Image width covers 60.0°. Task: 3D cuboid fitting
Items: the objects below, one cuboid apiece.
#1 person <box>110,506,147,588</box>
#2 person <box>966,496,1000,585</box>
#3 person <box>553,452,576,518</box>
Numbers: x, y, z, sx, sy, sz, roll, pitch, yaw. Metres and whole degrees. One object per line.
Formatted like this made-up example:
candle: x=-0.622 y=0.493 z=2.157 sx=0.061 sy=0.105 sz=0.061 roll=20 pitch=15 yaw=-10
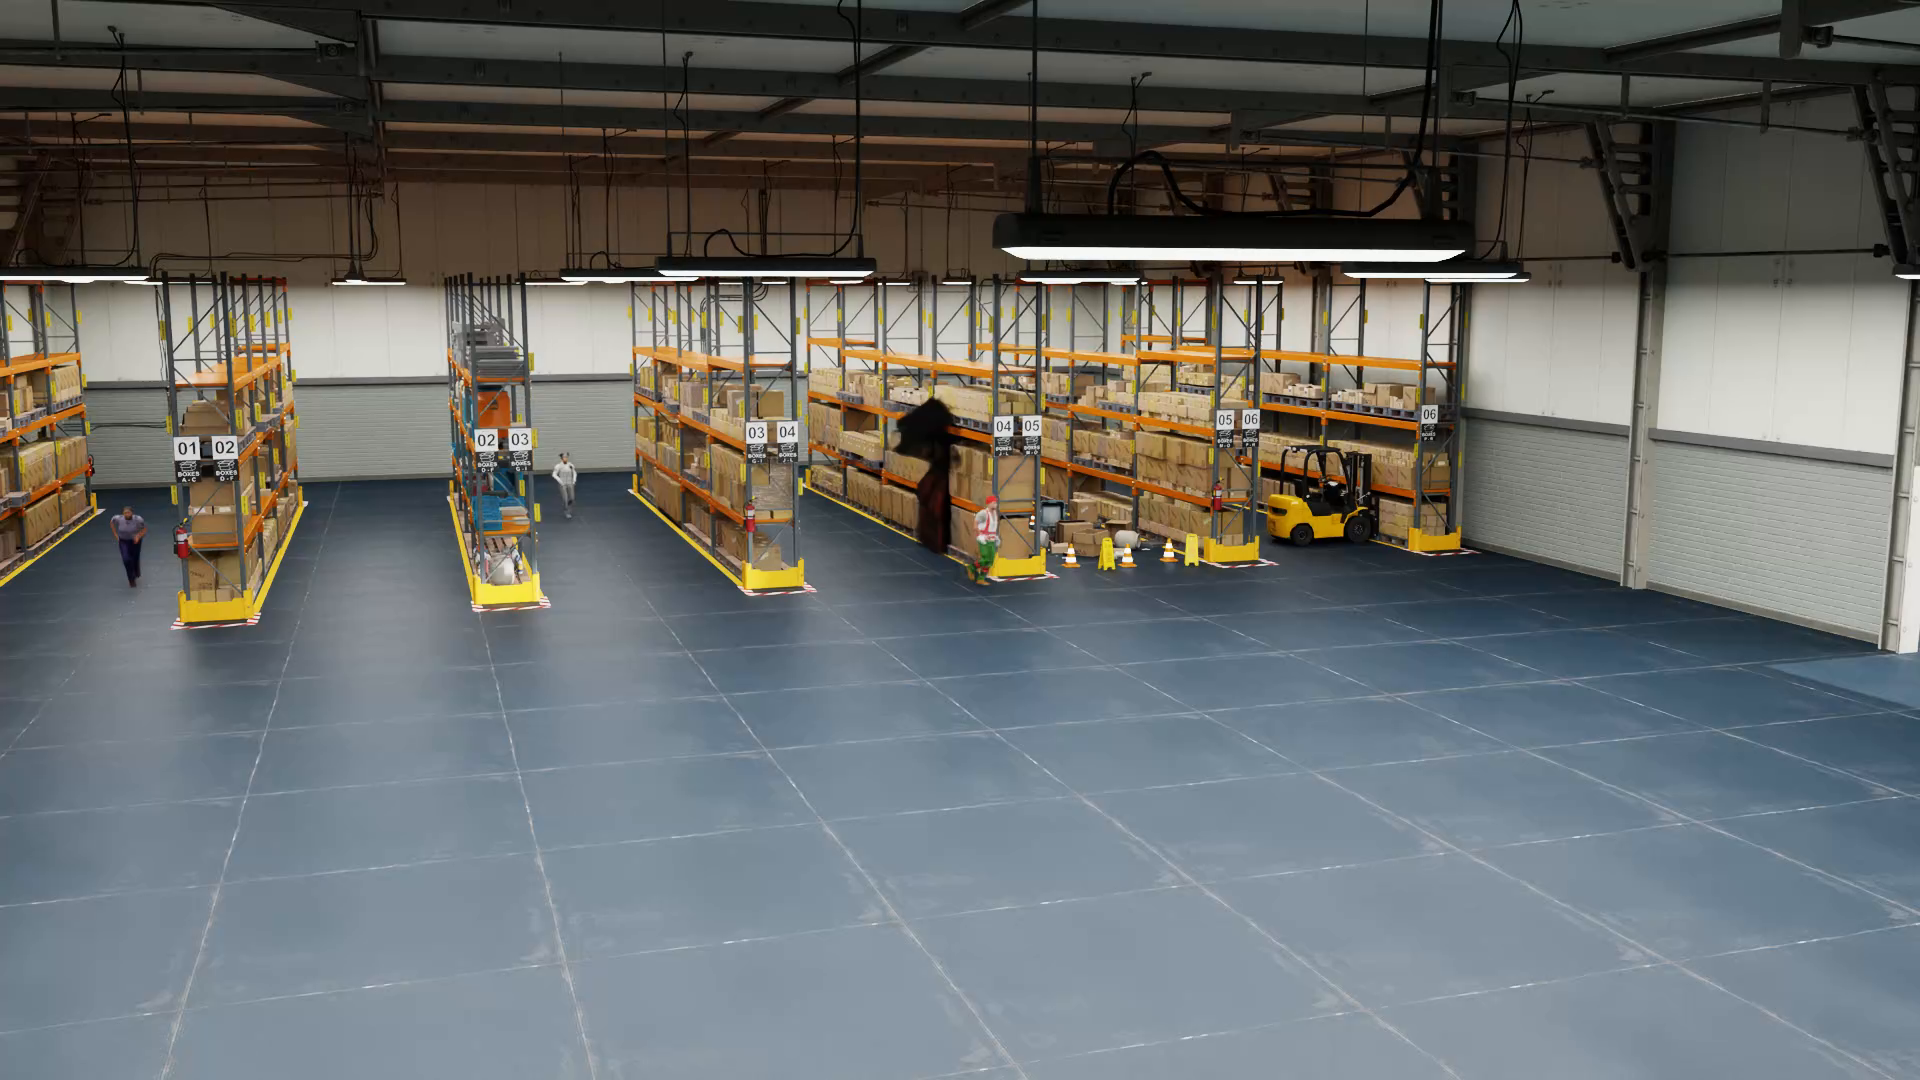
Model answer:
person: x=-16.175 y=0.096 z=32.431 sx=0.641 sy=1.612 sz=0.976 roll=-3 pitch=9 yaw=-21
person: x=0.472 y=-0.008 z=32.293 sx=0.571 sy=1.728 sz=0.667 roll=7 pitch=11 yaw=40
person: x=-9.923 y=-1.392 z=41.815 sx=0.623 sy=1.661 sz=0.546 roll=-4 pitch=10 yaw=-27
